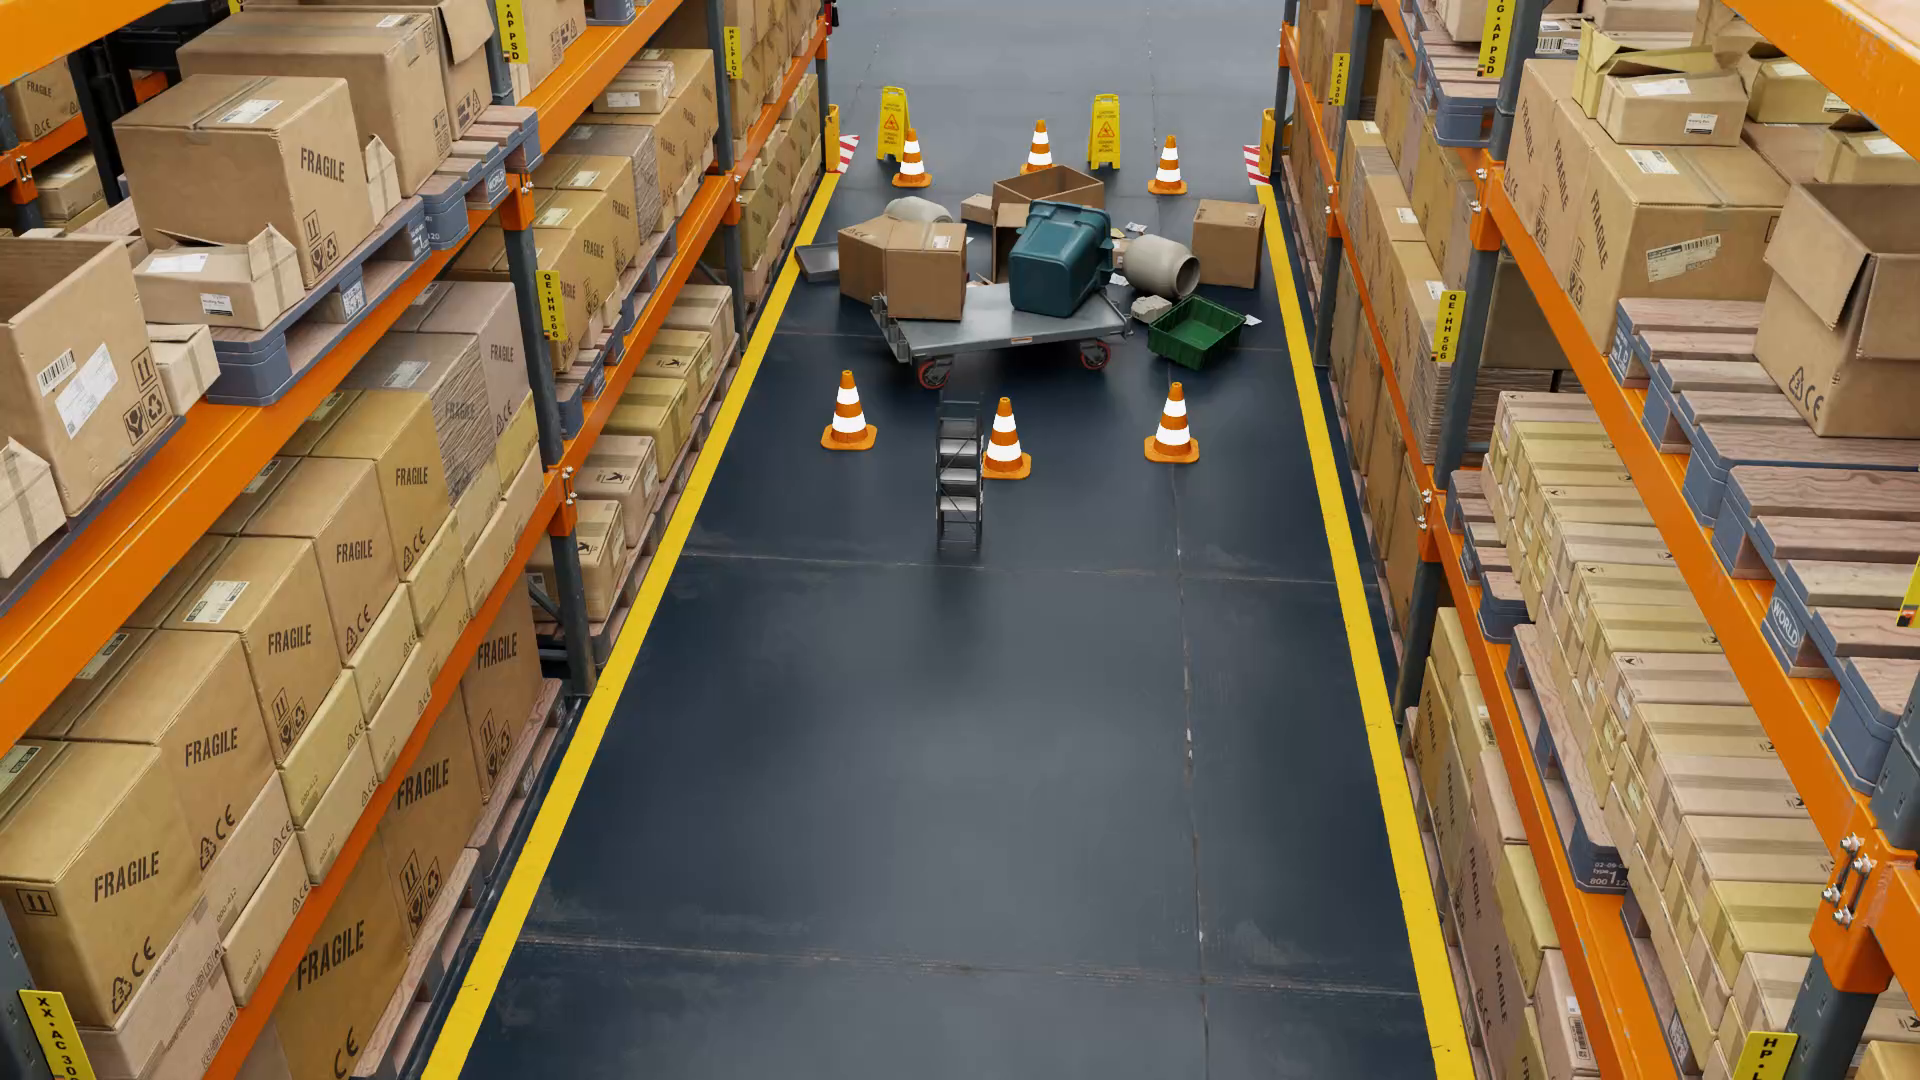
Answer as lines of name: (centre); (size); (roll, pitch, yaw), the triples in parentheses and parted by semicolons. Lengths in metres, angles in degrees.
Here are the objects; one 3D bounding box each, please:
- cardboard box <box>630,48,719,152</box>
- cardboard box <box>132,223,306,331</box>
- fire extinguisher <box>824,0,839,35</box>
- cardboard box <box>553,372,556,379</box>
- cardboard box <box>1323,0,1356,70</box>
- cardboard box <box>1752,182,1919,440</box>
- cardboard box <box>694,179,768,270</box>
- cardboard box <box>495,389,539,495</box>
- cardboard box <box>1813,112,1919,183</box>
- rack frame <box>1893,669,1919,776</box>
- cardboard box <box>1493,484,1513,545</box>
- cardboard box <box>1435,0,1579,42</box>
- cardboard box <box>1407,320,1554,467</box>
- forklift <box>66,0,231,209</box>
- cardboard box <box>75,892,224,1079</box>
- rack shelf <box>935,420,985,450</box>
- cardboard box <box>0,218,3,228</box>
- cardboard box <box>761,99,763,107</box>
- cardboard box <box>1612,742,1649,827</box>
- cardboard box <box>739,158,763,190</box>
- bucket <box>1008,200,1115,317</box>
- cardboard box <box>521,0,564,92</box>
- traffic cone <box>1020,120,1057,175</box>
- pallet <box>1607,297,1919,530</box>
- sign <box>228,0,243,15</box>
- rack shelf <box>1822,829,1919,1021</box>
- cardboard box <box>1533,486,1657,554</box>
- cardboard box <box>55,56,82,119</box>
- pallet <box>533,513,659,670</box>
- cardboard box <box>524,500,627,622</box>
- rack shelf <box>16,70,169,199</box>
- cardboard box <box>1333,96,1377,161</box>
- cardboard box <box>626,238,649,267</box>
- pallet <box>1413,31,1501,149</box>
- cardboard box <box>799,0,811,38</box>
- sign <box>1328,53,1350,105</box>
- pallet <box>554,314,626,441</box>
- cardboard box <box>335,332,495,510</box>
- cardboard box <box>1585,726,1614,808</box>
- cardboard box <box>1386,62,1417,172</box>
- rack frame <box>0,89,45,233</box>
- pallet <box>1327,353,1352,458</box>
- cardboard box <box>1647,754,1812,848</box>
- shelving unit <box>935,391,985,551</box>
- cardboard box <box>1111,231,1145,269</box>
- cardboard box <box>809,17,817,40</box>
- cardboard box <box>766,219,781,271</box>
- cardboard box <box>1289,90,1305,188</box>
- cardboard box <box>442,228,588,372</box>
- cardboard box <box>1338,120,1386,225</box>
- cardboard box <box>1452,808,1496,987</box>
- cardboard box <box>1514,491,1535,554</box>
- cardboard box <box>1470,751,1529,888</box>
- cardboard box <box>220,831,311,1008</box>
cardboard box: (-1.808, -2.732, 10.326); (0.500, 0.500, 0.500); (2, 32, 3)
cardboard box: (-2.153, -0.792, 4.824); (0.396, 0.266, 0.258); (5, 32, 8)
fire extinguisher: (-1.205, -4.735, 14.428); (0.296, 0.674, 0.183); (2, 32, 4)
cardboard box: (-2.113, -0.778, 7.773); (0.380, 0.149, 0.250); (1, 32, 1)
cardboard box: (2.936, -3.485, 11.154); (0.875, 0.550, 0.550); (2, 32, 4)
cardboard box: (2.548, -0.596, 4.280); (0.797, 0.503, 0.637); (2, 32, 3)
cardboard box: (-1.682, -2.260, 11.845); (0.500, 0.500, 0.500); (4, 32, 6)
cardboard box: (-2.111, -0.429, 7.034); (0.500, 0.250, 0.500); (2, 32, 4)
cardboard box: (2.758, -1.135, 4.829); (0.396, 0.266, 0.258); (2, 32, 4)
rack frame: (2.291, -0.848, 2.329); (1.000, 3.000, 0.127); (2, 32, 4)
cardboard box: (2.357, -0.092, 6.659); (0.380, 0.149, 0.250); (4, 32, 6)
cardboard box: (2.403, -2.405, 7.305); (0.500, 0.311, 0.500); (2, 32, 4)
cardboard box: (2.386, -0.675, 7.671); (0.500, 0.500, 0.500); (2, 32, 4)
forklift: (-4.454, -2.165, 10.249); (1.130, 2.935, 3.031); (3, 32, 4)
cardboard box: (-2.334, 1.180, 4.422); (0.500, 0.250, 0.500); (2, 32, 3)
rack shelf: (-0.001, -0.580, 9.163); (0.258, 0.077, 0.200); (2, 32, 4)
cardboard box: (-7.112, -2.330, 12.196); (0.500, 0.250, 0.500); (2, 32, 3)
cardboard box: (-1.649, -3.223, 12.140); (0.380, 0.149, 0.250); (2, 32, 4)
cardboard box: (2.210, 0.744, 5.019); (0.380, 0.149, 0.250); (1, 32, 1)
cardboard box: (-1.612, -2.599, 11.776); (0.380, 0.149, 0.250); (3, 32, 5)
bucket: (0.656, -1.900, 11.426); (0.726, 0.611, 0.620); (14, 44, 21)
cardboard box: (-2.238, -2.359, 7.545); (0.700, 0.500, 0.500); (2, 32, 4)
traffic cone: (0.711, -3.498, 14.765); (0.336, 0.463, 0.334); (2, 32, 4)
pallet: (2.529, -0.352, 4.562); (1.213, 0.211, 1.003); (2, 32, 4)
sign: (-2.866, -2.066, 6.671); (0.100, 0.325, 0.005); (2, 32, 4)
rack shelf: (2.128, 1.781, 1.608); (1.077, 0.370, 4.000); (2, 32, 4)
cardboard box: (2.320, -0.070, 6.057); (0.380, 0.149, 0.250); (1, 32, 2)
cardboard box: (-6.625, -3.382, 12.064); (0.500, 0.500, 0.500); (3, 32, 5)
pallet: (-2.260, 0.234, 8.949); (1.003, 0.211, 1.213); (2, 32, 4)
cardboard box: (-2.269, 0.101, 8.612); (0.950, 0.372, 0.625); (0, 32, 1)
rack shelf: (-6.784, -3.585, 13.175); (1.077, 0.370, 4.000); (2, 32, 4)
cardboard box: (2.960, -2.734, 10.965); (0.875, 0.550, 0.550); (2, 32, 4)
cardboard box: (-1.934, -1.621, 9.141); (0.380, 0.149, 0.250); (3, 32, 6)
pallet: (2.616, -1.921, 7.109); (1.213, 0.211, 1.003); (4, 32, 6)
cardboard box: (-1.489, -4.339, 13.334); (0.500, 0.500, 0.500); (3, 32, 4)
sign: (2.389, -2.902, 10.480); (0.100, 0.325, 0.005); (2, 32, 4)
pallet: (-2.373, -0.840, 8.217); (1.213, 0.211, 1.003); (2, 32, 4)
cardboard box: (-2.140, -0.462, 6.373); (0.500, 0.500, 0.500); (3, 32, 5)
cardboard box: (2.229, 0.737, 5.315); (0.380, 0.149, 0.250); (4, 32, 6)
cardboard box: (2.868, -2.417, 9.544); (0.700, 0.500, 0.500); (2, 32, 3)
rack frame: (-6.947, -2.846, 11.289); (1.000, 3.000, 0.127); (2, 32, 4)
pallet: (2.955, -0.883, 10.763); (1.003, 0.211, 1.213); (2, 32, 4)
cardboard box: (2.194, 0.750, 4.727); (0.380, 0.149, 0.250); (2, 32, 4)
shelving unit: (-0.001, -0.379, 9.287); (0.258, 0.900, 0.210); (2, 32, 4)
cardboard box: (1.247, -2.291, 12.994); (0.396, 0.266, 0.258); (8, 32, 12)
cardboard box: (-1.401, -4.279, 13.853); (0.380, 0.149, 0.250); (2, 32, 3)
cardboard box: (-1.650, -2.221, 12.495); (0.500, 0.250, 0.500); (4, 32, 7)
cardboard box: (3.279, -3.486, 13.952); (0.875, 0.875, 0.875); (3, 32, 4)
cardboard box: (-2.058, -1.118, 7.706); (0.500, 0.500, 0.500); (2, 32, 3)
cardboard box: (2.631, -2.256, 10.237); (0.500, 0.500, 0.500); (3, 32, 5)
cardboard box: (2.230, 1.390, 6.397); (0.500, 0.500, 0.500); (2, 32, 3)
cardboard box: (2.339, -0.058, 6.321); (0.380, 0.149, 0.250); (2, 32, 2)
cardboard box: (2.225, 1.054, 6.228); (0.500, 0.250, 0.500); (3, 32, 4)
cardboard box: (-2.311, 1.122, 4.994); (0.500, 0.250, 0.500); (2, 32, 3)
